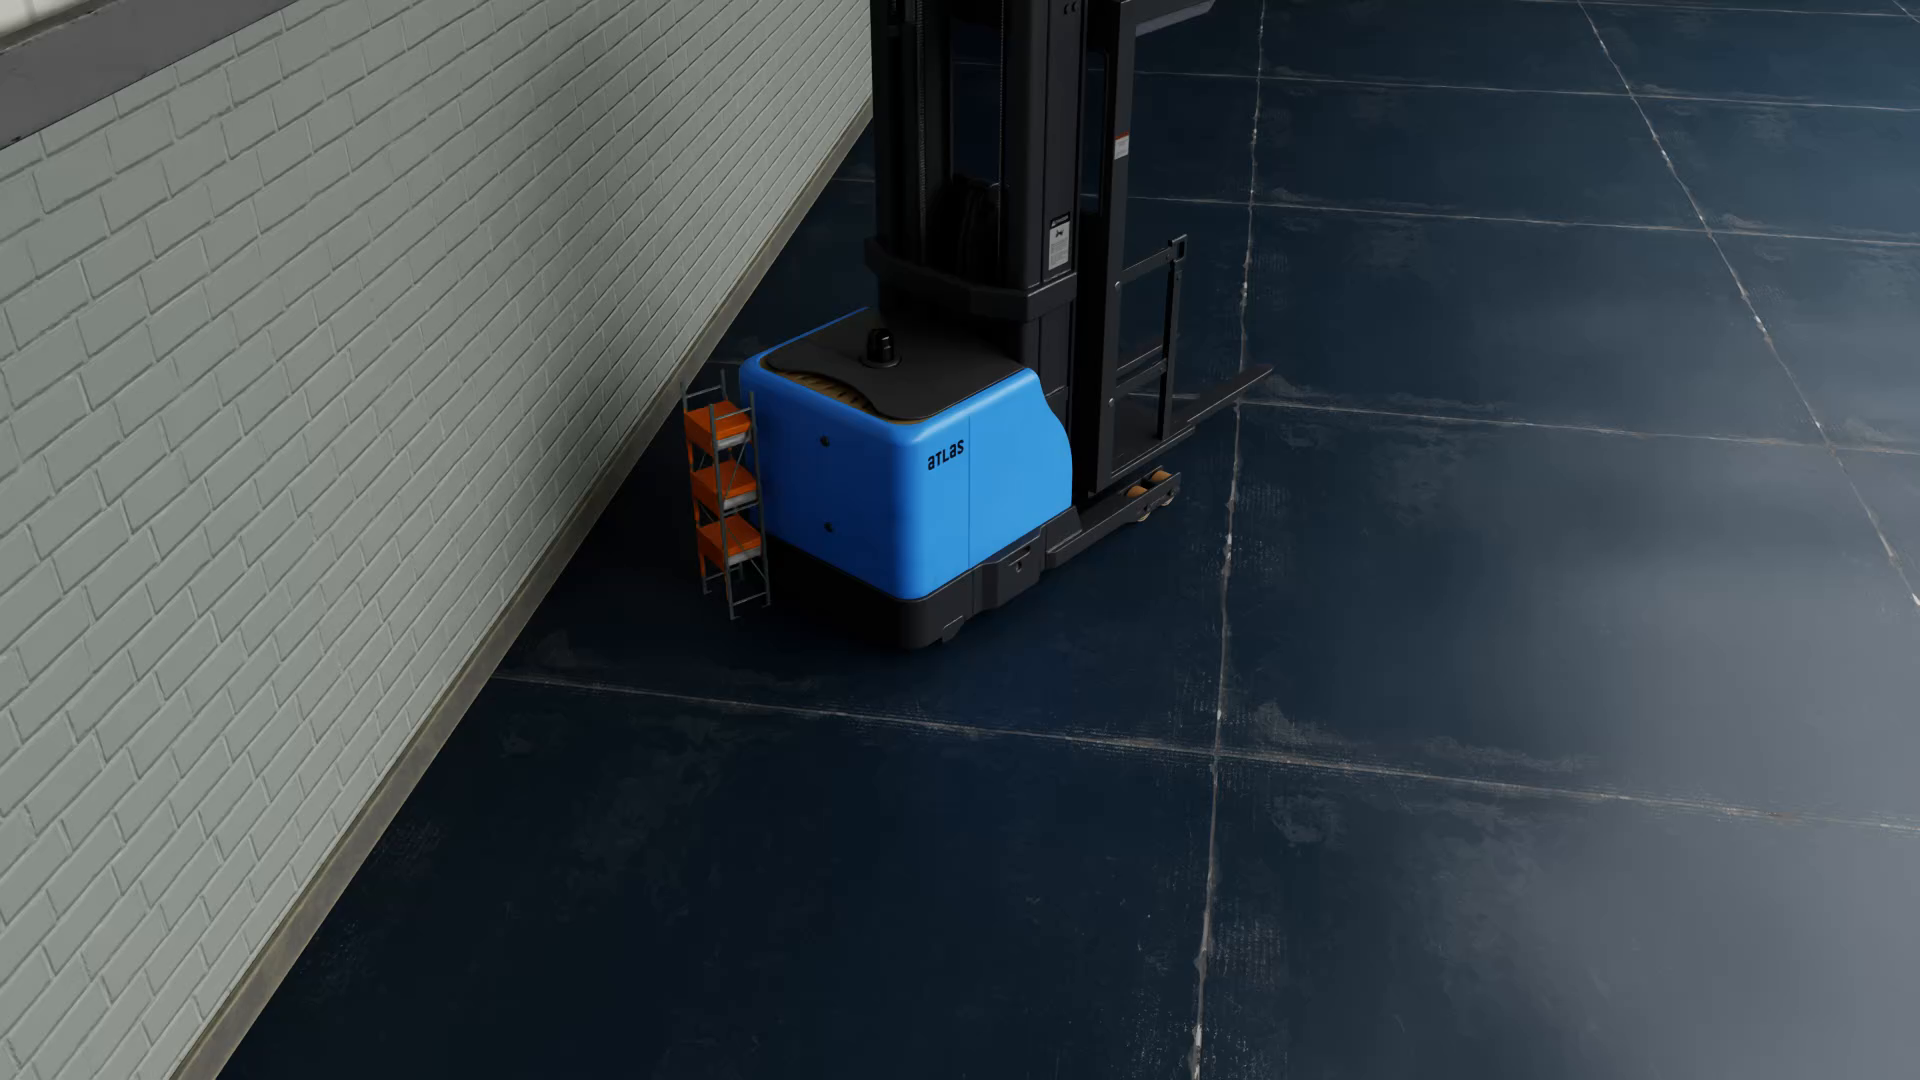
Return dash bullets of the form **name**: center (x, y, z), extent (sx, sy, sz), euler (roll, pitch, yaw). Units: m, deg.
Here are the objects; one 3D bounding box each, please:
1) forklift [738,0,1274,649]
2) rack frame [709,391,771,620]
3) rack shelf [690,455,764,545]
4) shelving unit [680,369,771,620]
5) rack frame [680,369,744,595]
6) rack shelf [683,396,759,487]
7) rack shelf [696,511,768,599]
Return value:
- **forklift**: center (0.412, -1.490, 7.368), extent (1.130, 2.935, 3.031), euler (25, 40, 34)
- **rack frame**: center (-0.916, -0.129, 6.964), extent (0.200, 1.050, 0.008), euler (-21, 38, -29)
- **rack shelf**: center (-0.987, -0.173, 7.054), extent (0.215, 0.259, 0.240), euler (-21, 38, -29)
- **shelving unit**: center (-0.987, -0.182, 7.048), extent (0.215, 1.050, 0.252), euler (-21, 38, -29)
- **rack frame**: center (-1.058, -0.234, 7.133), extent (0.200, 1.050, 0.008), euler (-21, 38, -29)
- **rack shelf**: center (-0.989, -0.412, 6.902), extent (0.215, 0.259, 0.240), euler (-21, 38, -29)
- **rack shelf**: center (-0.985, 0.062, 7.203), extent (0.215, 0.259, 0.240), euler (-21, 38, -29)
